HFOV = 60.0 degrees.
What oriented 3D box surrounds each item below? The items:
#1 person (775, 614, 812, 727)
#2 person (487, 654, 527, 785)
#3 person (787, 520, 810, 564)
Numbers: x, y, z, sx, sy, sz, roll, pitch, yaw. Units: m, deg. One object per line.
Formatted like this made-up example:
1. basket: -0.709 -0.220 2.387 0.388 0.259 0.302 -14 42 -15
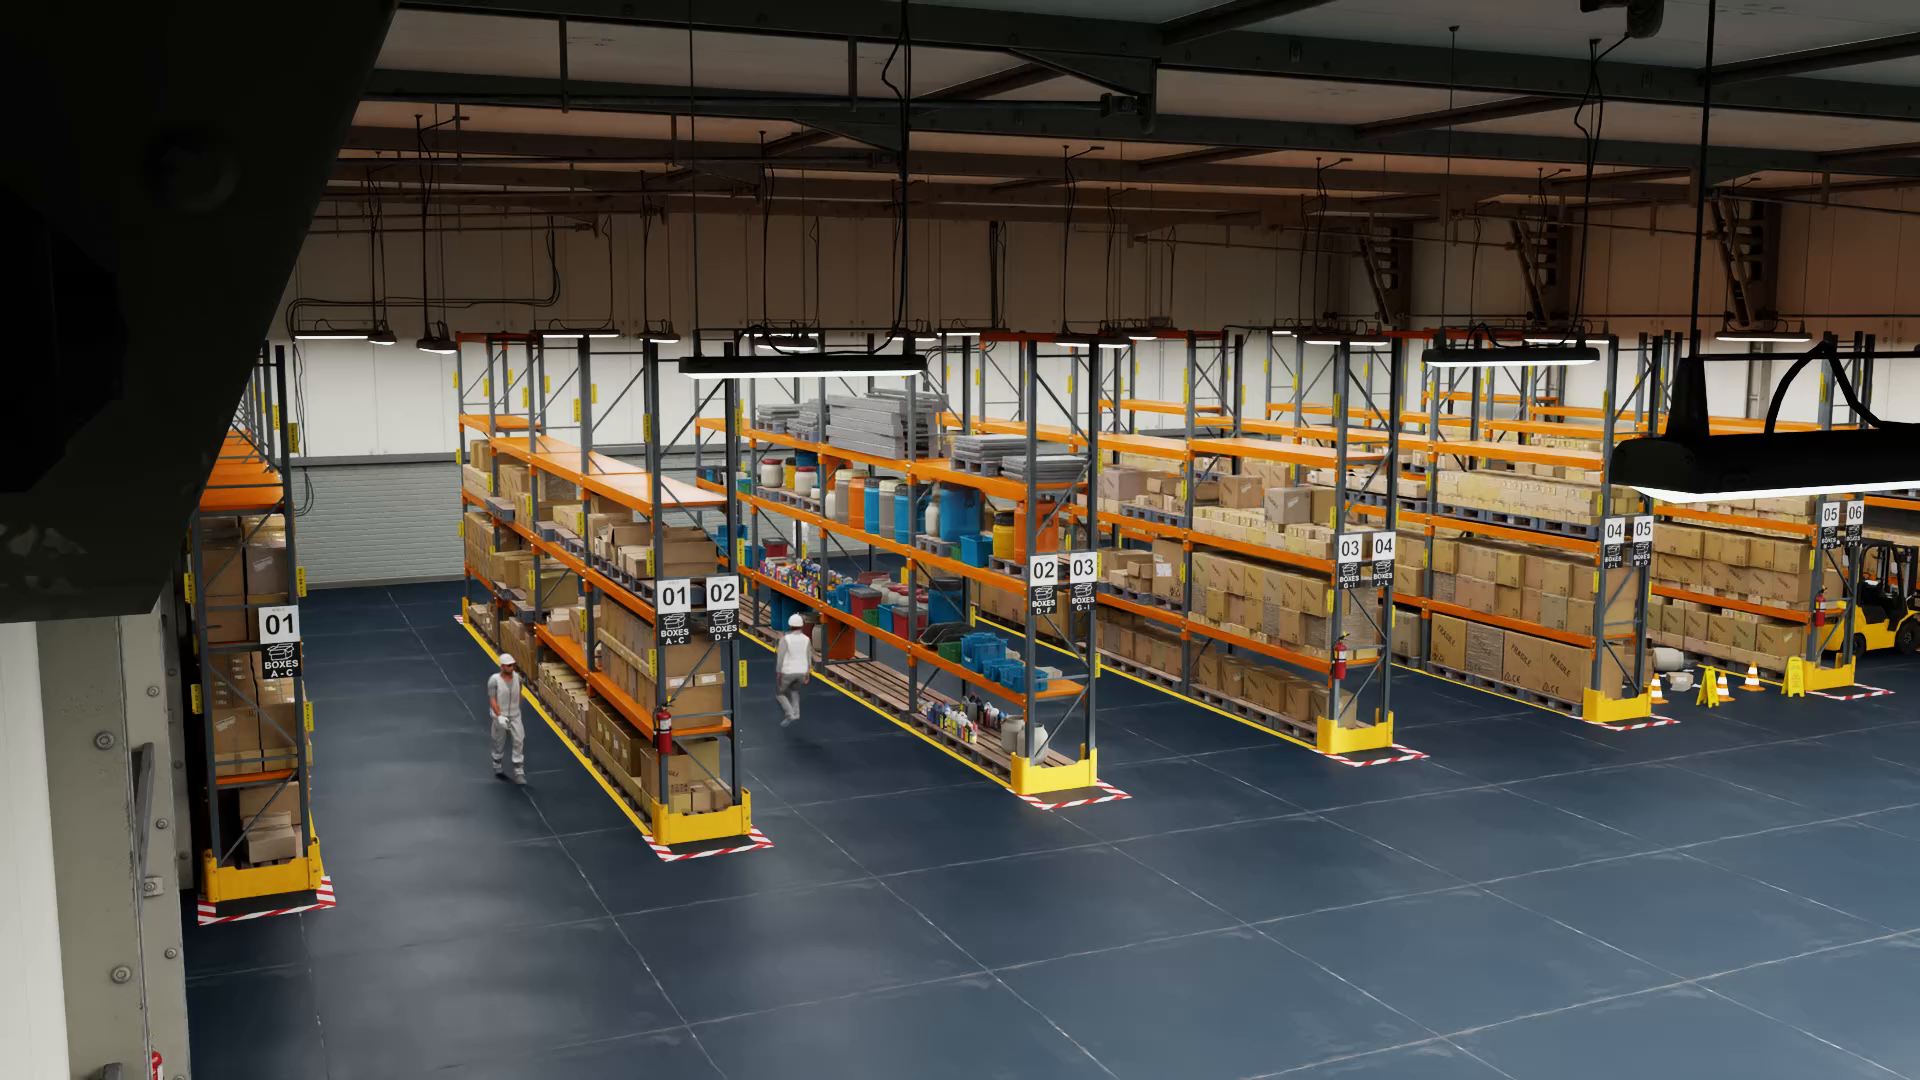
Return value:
1. person: -2.513 1.955 25.060 0.565 1.684 0.575 -3 8 -23
2. person: -6.151 2.410 22.672 0.523 1.735 0.963 -6 10 -36
3. person: -3.937 0.019 40.604 0.722 1.662 0.471 2 8 13
